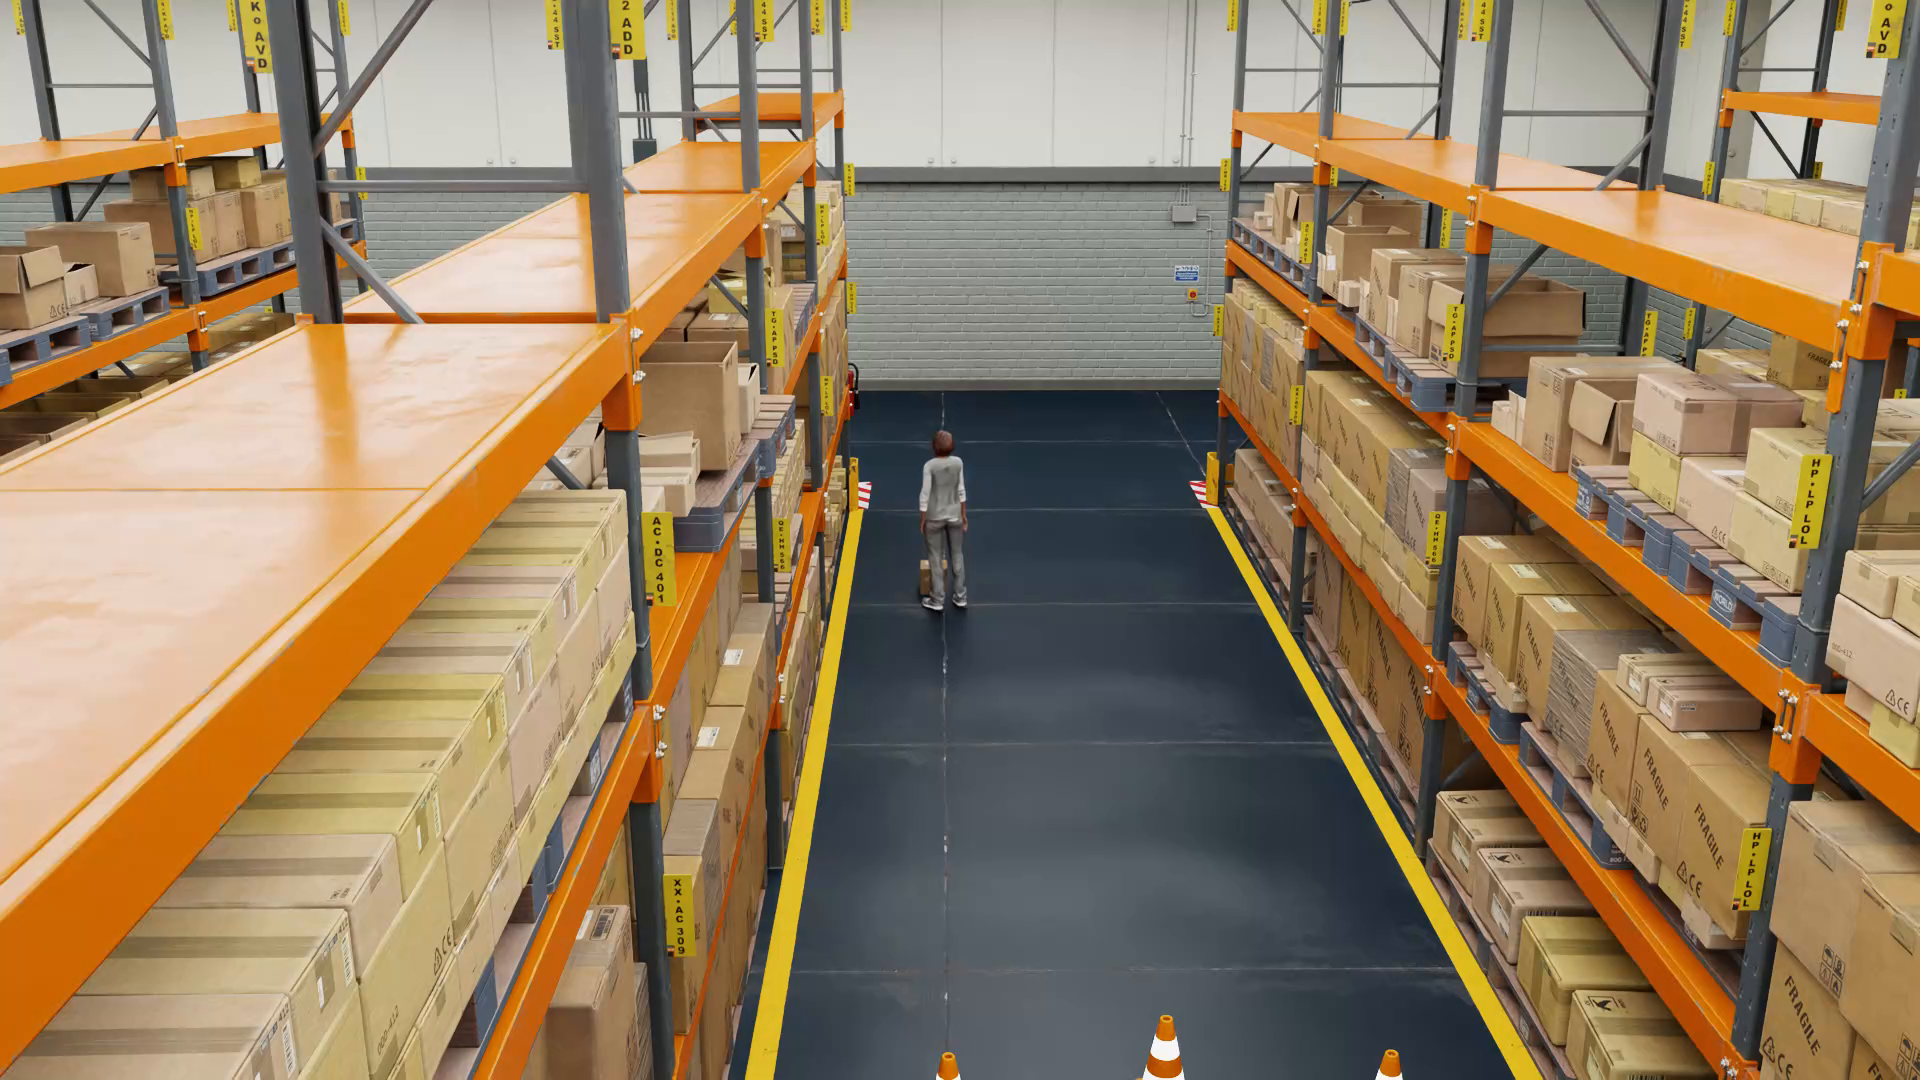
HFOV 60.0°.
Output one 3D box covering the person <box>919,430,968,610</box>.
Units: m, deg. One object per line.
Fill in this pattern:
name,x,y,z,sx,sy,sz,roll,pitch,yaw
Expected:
person,-0.144,-0.180,14.560,0.456,1.599,0.328,-6,18,-19
